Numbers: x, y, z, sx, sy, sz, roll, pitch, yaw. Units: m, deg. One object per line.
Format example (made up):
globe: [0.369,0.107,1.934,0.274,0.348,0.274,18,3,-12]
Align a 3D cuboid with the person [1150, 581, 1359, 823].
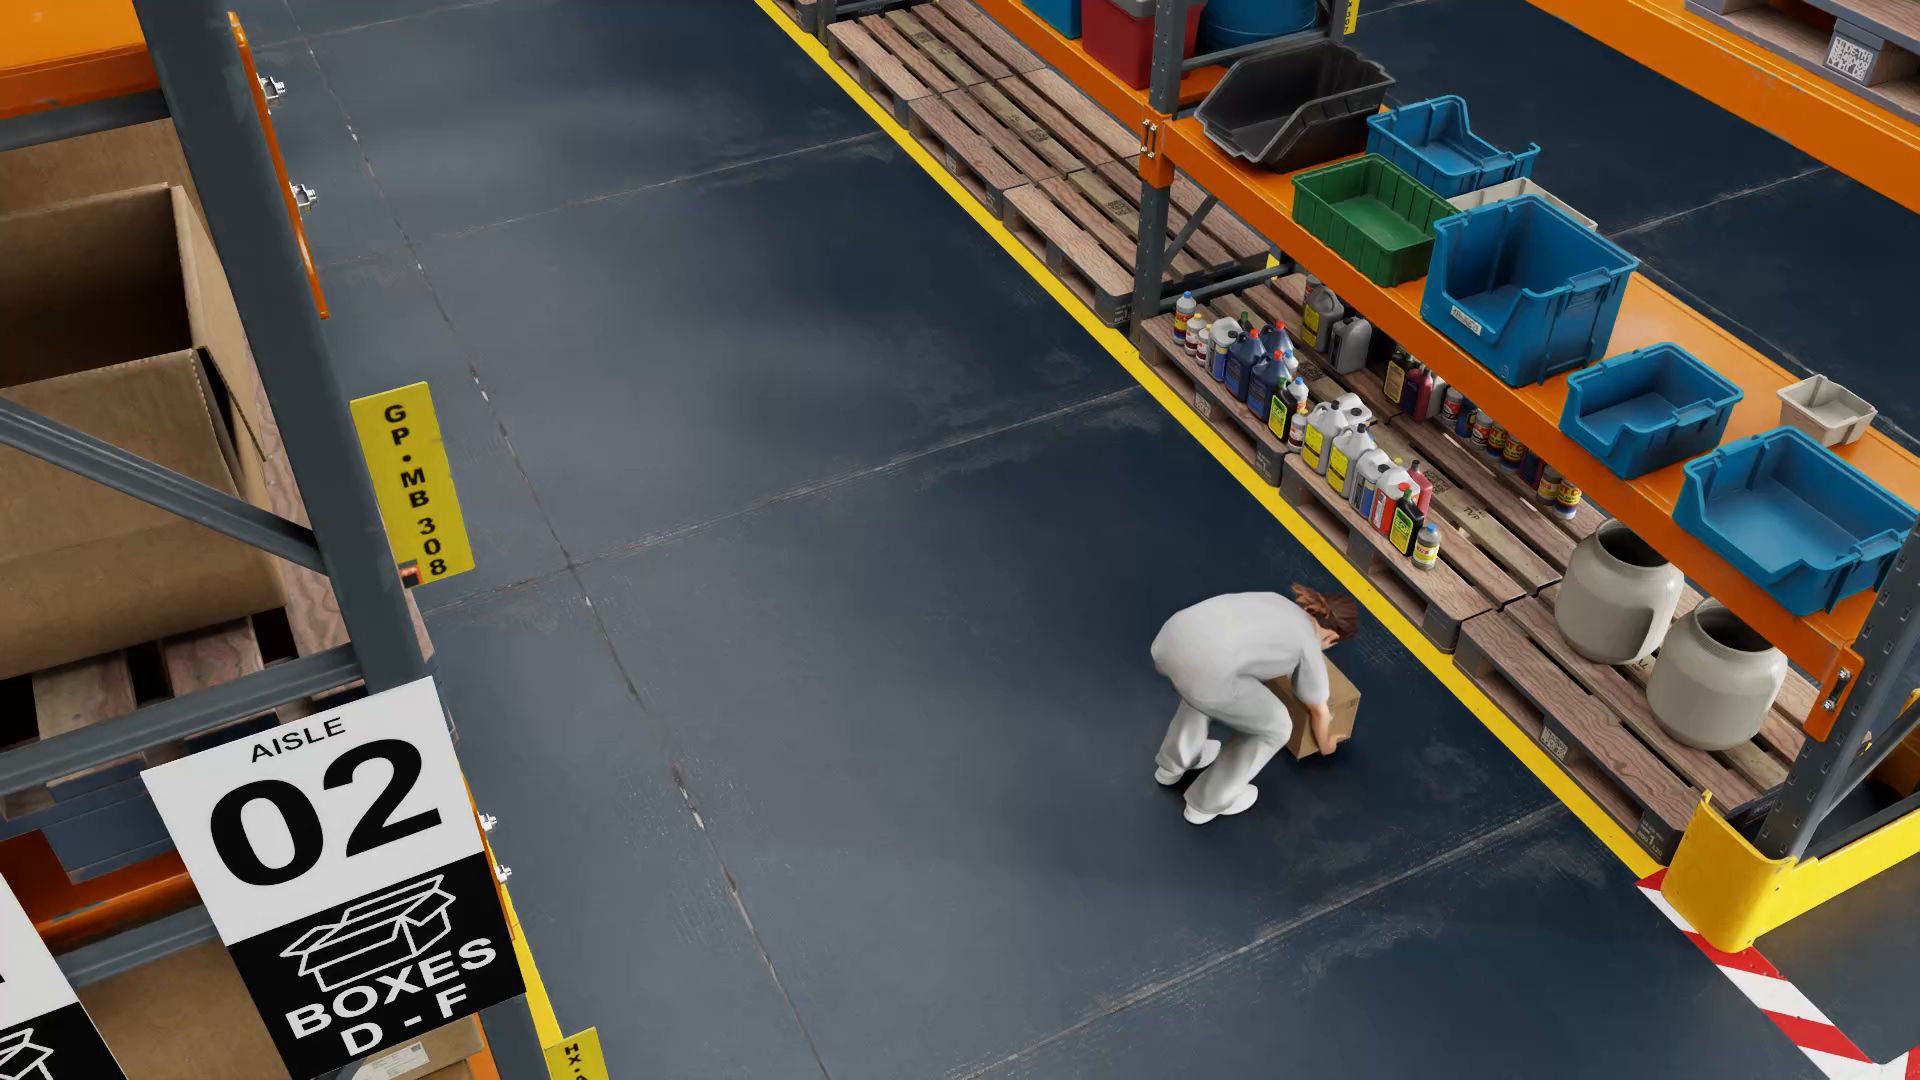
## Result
person: [1.078,0.540,6.107,0.853,0.934,0.464,-21,46,-22]
